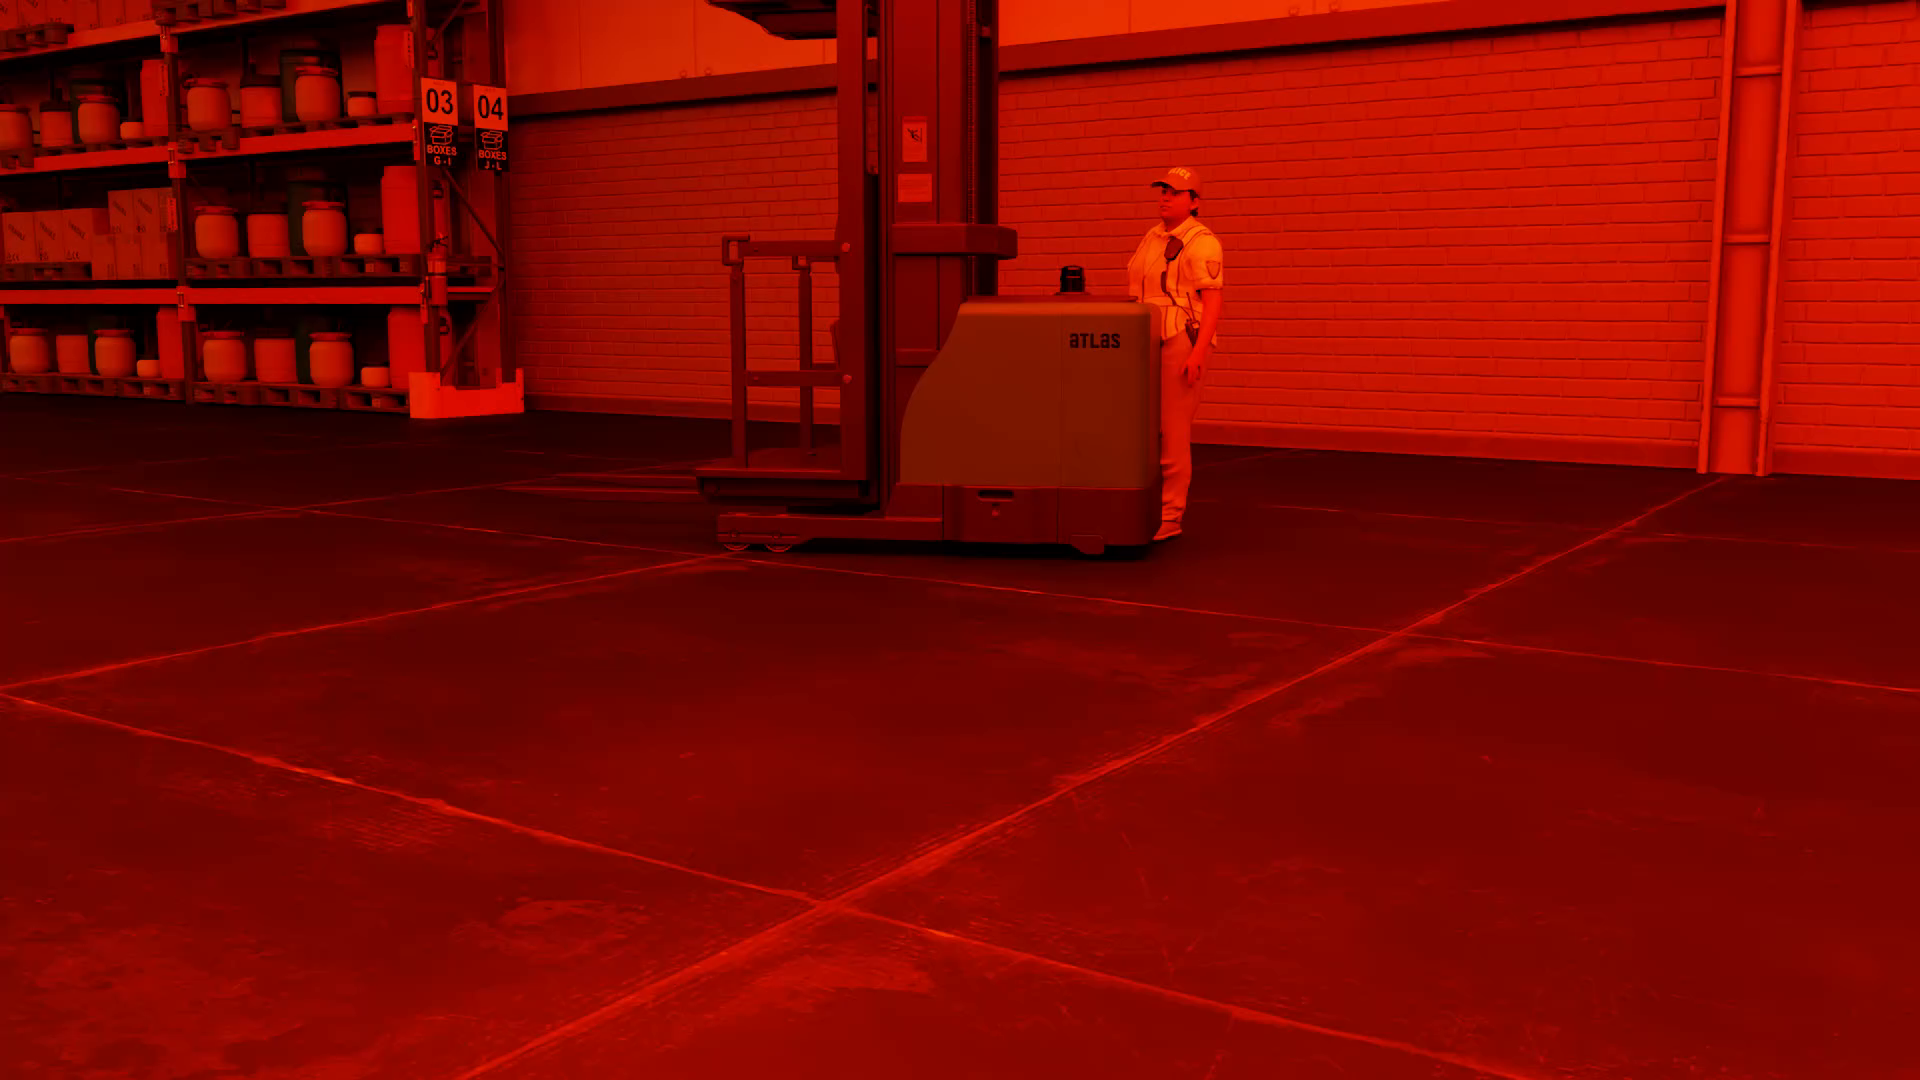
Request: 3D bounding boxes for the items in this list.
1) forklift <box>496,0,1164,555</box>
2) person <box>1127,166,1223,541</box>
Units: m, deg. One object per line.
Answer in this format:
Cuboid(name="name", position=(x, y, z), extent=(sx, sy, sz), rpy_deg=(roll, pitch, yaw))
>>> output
Cuboid(name="forklift", position=(-0.596, -1.469, 7.520), extent=(3.031, 2.935, 1.130), rpy_deg=(2, 8, 12))
Cuboid(name="person", position=(0.863, -0.836, 7.515), extent=(0.529, 1.670, 0.598), rpy_deg=(-6, 10, -35))
